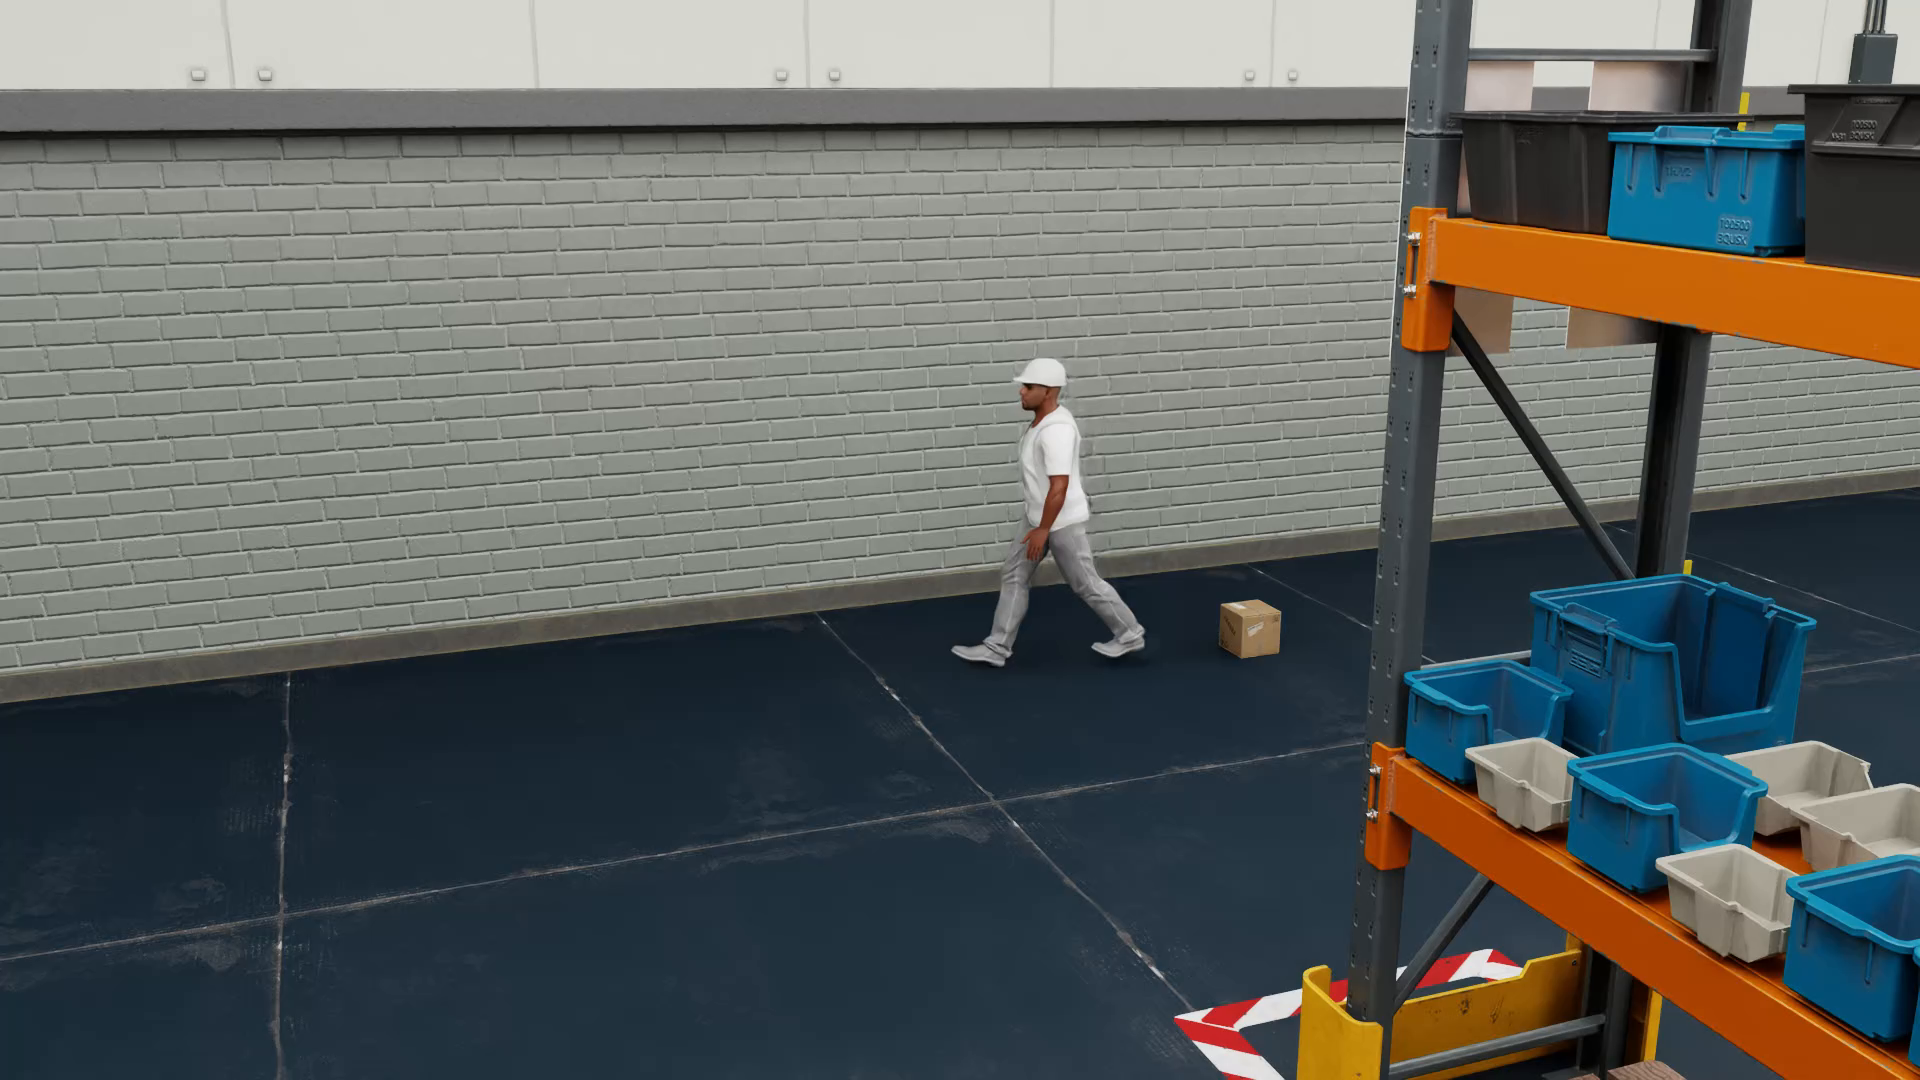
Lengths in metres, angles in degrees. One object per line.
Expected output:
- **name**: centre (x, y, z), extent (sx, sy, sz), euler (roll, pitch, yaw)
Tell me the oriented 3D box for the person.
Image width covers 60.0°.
- **person**: centre (0.500, -0.127, 8.986), extent (1.073, 1.717, 0.600), euler (-3, 16, -11)
